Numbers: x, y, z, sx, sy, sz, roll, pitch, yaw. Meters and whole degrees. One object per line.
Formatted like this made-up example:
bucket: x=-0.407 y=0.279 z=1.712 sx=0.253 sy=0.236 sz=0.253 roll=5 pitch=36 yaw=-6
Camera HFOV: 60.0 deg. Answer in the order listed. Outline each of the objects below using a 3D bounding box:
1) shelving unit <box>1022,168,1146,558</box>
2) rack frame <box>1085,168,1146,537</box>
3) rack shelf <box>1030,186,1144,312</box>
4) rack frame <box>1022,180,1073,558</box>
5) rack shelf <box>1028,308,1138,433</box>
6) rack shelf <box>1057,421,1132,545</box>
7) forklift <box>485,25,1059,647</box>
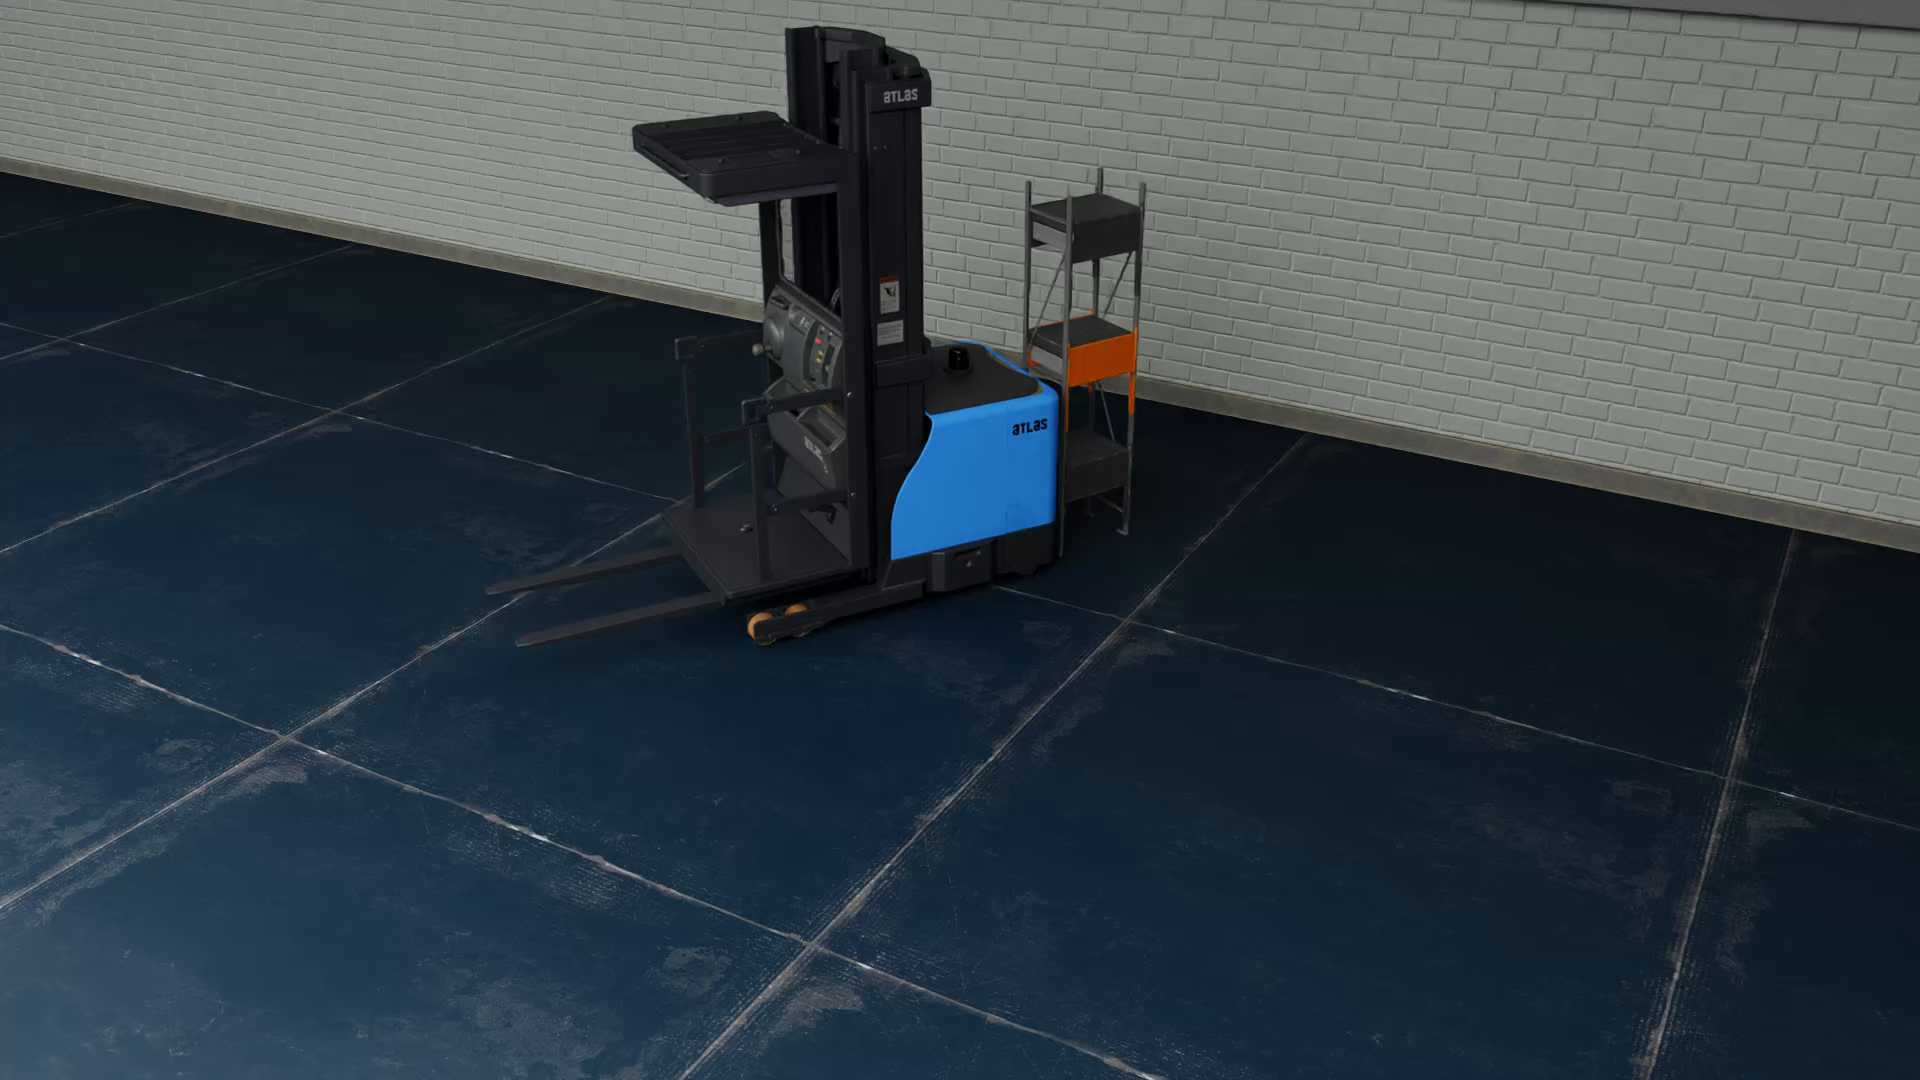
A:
shelving unit: x=0.672 y=-0.974 z=9.351 sx=0.503 sy=2.100 sz=0.431 roll=-17 pitch=31 yaw=-30
rack frame: x=0.875 y=-1.036 z=9.473 sx=0.015 sy=2.100 sz=0.400 roll=-17 pitch=31 yaw=-30
rack shelf: x=0.672 y=-1.588 z=9.044 sx=0.480 sy=0.518 sz=0.431 roll=-17 pitch=31 yaw=-30
rack frame: x=0.470 y=-0.913 z=9.229 sx=0.015 sy=2.100 sz=0.400 roll=-17 pitch=31 yaw=-30
rack shelf: x=0.672 y=-0.962 z=9.357 sx=0.480 sy=0.518 sz=0.431 roll=-17 pitch=31 yaw=-30
rack shelf: x=0.672 y=-0.336 z=9.670 sx=0.480 sy=0.518 sz=0.431 roll=-17 pitch=31 yaw=-30
forklift: x=-0.998 y=-1.033 z=8.540 sx=3.031 sy=2.935 sz=1.130 roll=-13 pitch=29 yaw=-24
